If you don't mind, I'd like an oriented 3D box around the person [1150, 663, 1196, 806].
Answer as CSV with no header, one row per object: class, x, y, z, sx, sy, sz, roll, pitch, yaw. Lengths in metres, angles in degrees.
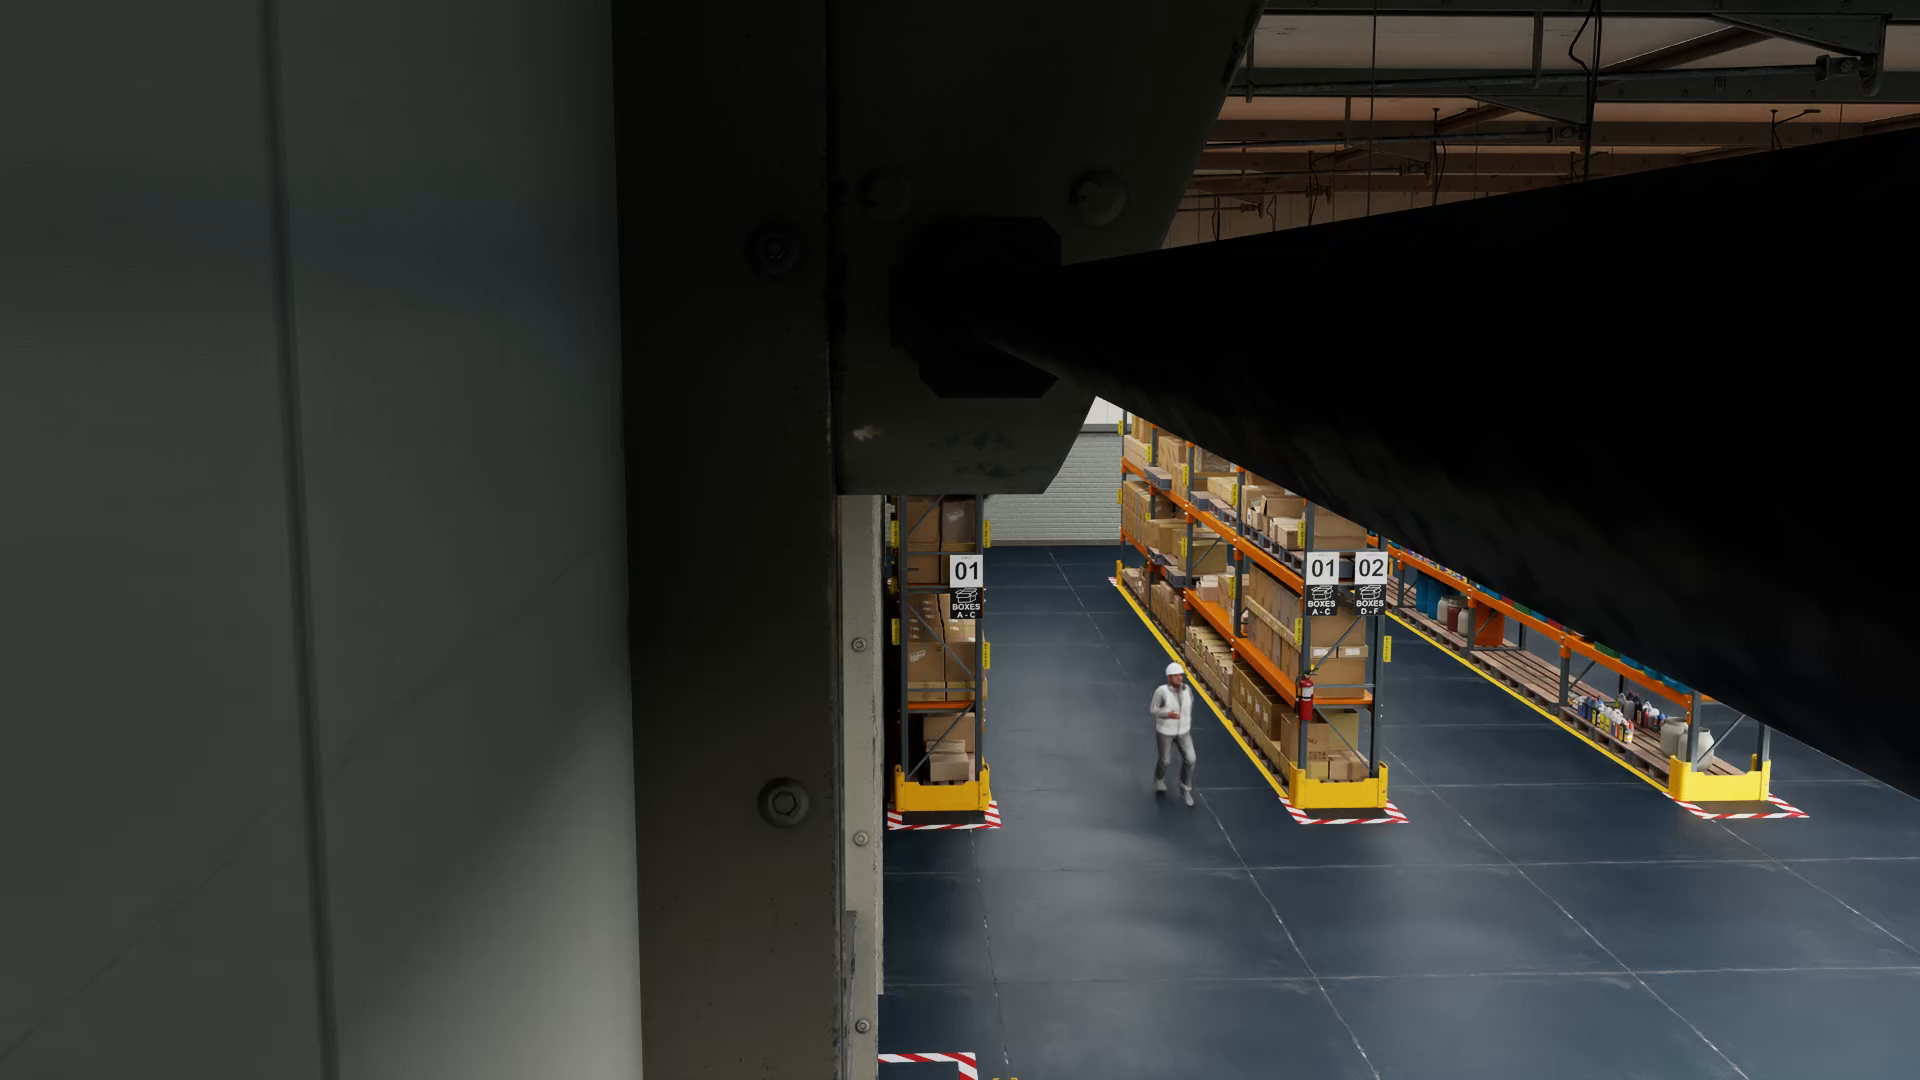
person,2.671,2.412,20.879,0.674,1.808,0.819,-2,9,-15
